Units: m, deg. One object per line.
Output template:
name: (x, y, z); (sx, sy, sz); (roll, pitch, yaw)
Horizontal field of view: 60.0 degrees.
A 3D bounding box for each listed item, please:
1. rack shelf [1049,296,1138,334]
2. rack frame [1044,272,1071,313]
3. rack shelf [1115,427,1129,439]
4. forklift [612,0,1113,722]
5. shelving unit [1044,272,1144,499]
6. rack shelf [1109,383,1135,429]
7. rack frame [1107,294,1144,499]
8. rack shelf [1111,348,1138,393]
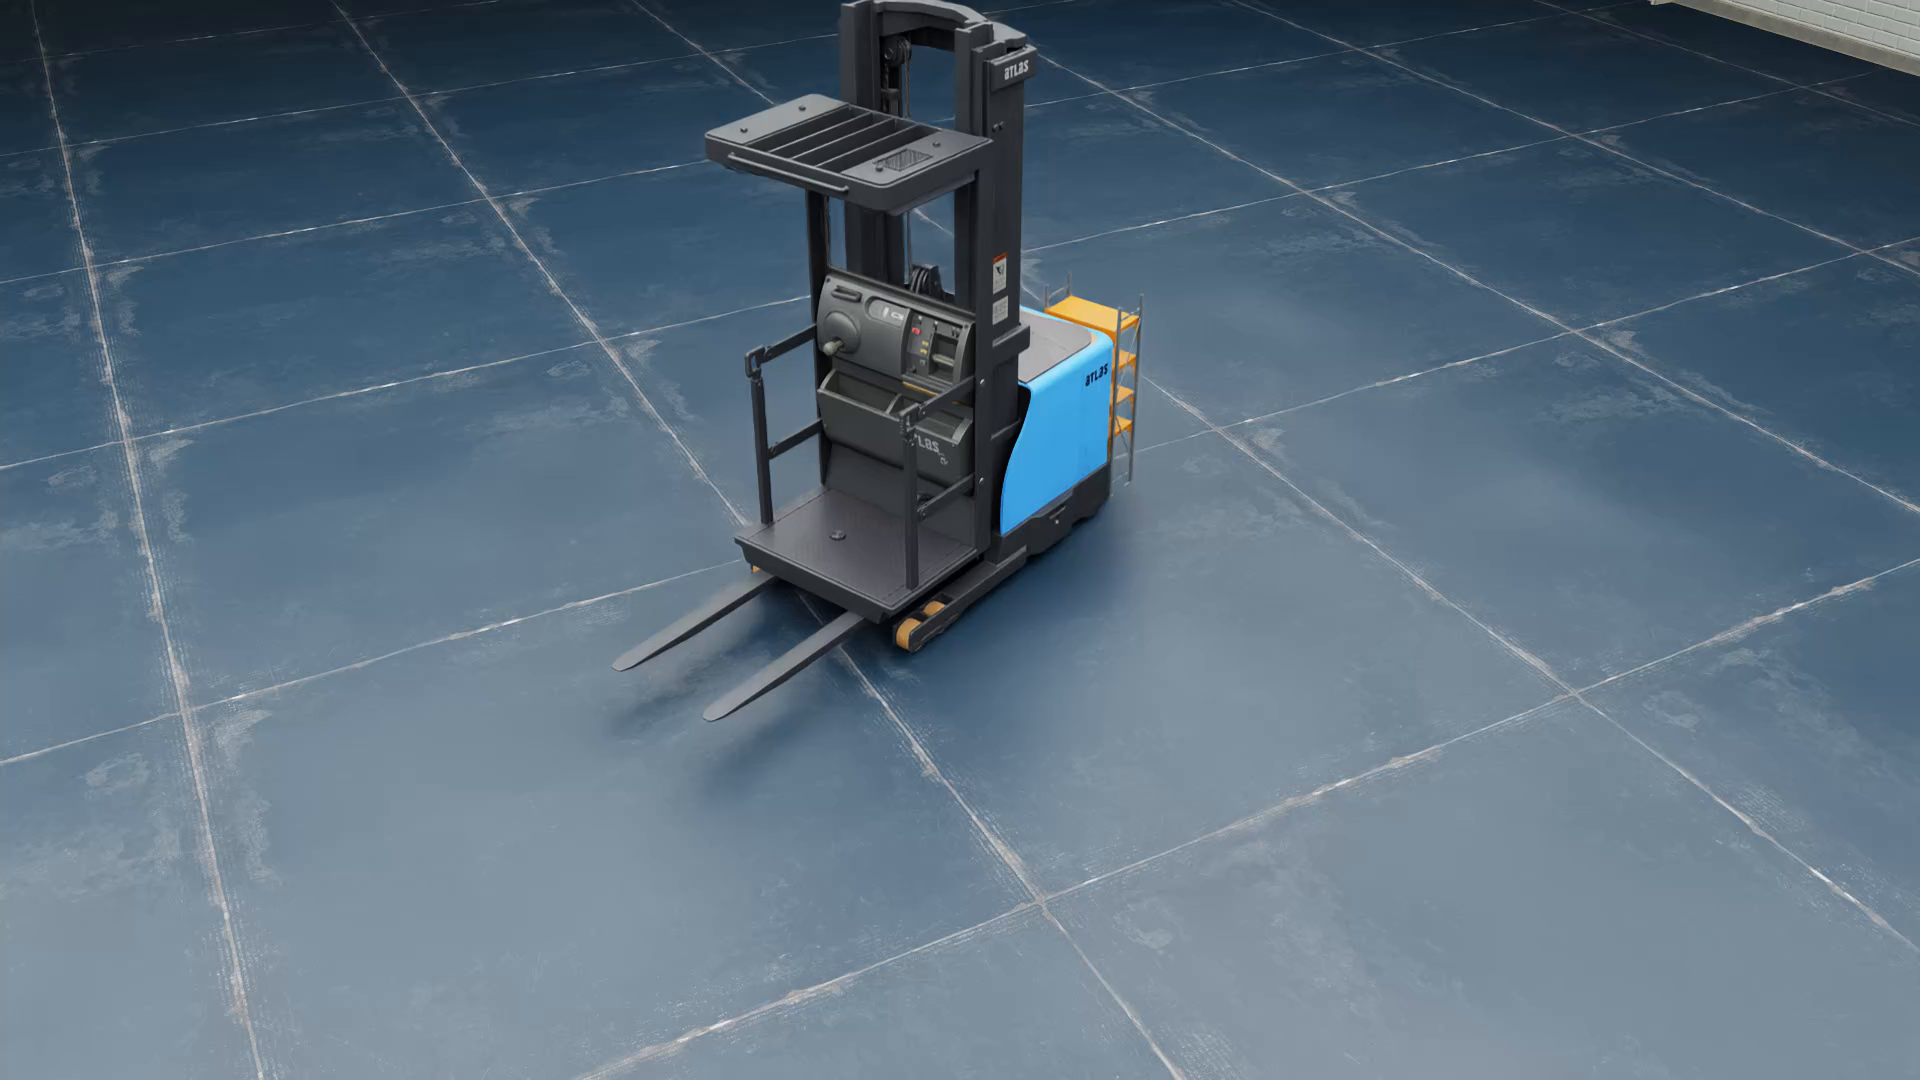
rack shelf: (0.740, -1.242, 9.275); (0.457, 0.050, 0.221); (23, 39, 31)
rack frame: (0.548, -0.959, 9.634); (0.015, 1.200, 0.240); (23, 39, 31)
rack shelf: (0.740, -0.678, 9.636); (0.442, 0.029, 0.199); (23, 39, 31)
forklift: (-0.460, -0.974, 8.054); (1.130, 2.935, 3.031); (23, 39, 31)
shelving unit: (0.740, -0.878, 9.508); (0.503, 1.200, 0.258); (23, 39, 31)
rack shelf: (0.740, -0.821, 9.544); (0.480, 0.148, 0.258); (23, 39, 31)
rack frame: (0.932, -0.796, 9.381); (0.015, 1.200, 0.240); (23, 39, 31)
rack shelf: (0.740, -1.009, 9.423); (0.480, 0.148, 0.258); (23, 39, 31)
